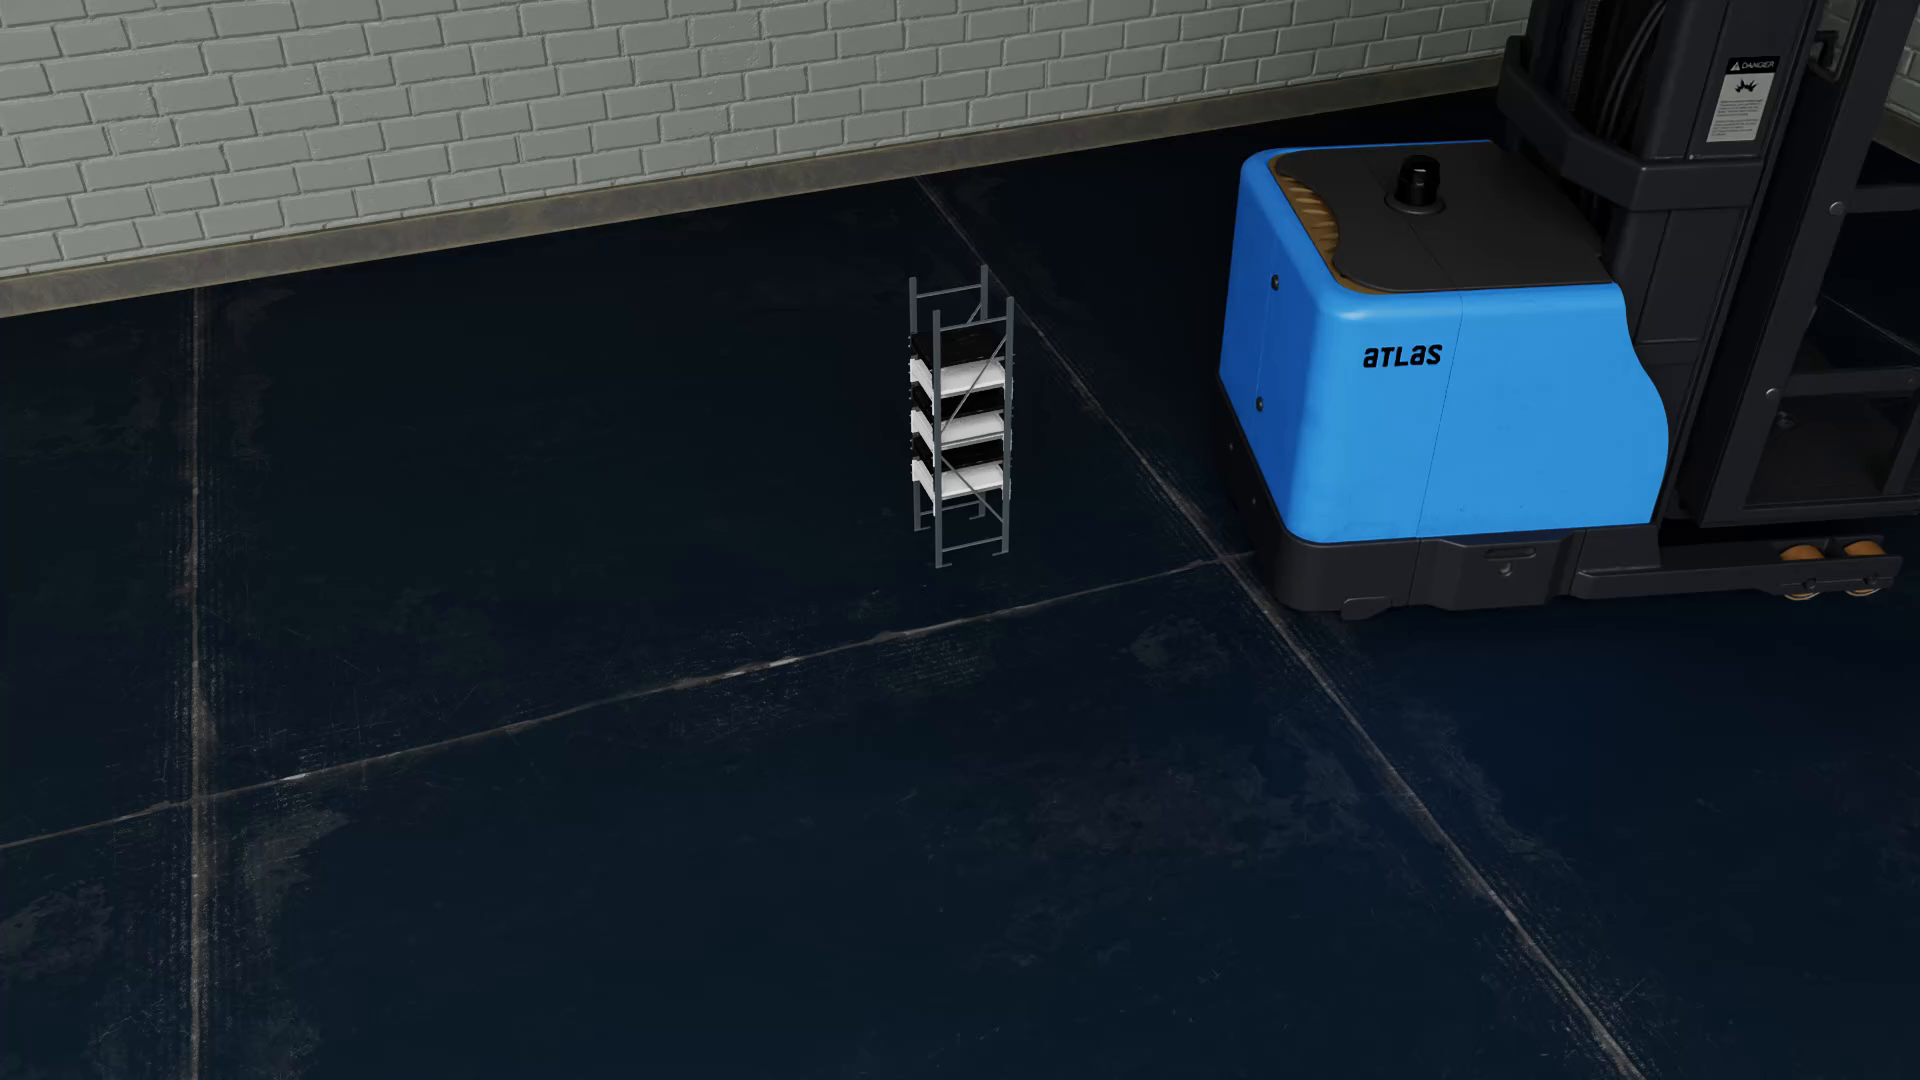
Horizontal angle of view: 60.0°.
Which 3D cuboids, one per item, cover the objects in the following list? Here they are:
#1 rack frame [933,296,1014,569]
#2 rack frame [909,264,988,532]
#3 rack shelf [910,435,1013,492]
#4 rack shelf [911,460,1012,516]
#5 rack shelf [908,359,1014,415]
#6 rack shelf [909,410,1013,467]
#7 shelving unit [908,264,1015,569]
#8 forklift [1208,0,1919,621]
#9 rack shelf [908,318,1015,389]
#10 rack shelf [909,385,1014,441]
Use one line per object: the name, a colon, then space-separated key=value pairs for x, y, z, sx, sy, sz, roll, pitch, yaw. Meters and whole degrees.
rack frame: x=0.038 y=-0.297 z=4.897 sx=0.240 sy=0.900 sz=0.006 roll=-12 pitch=39 yaw=-16
rack frame: x=-0.032 y=-0.412 z=5.049 sx=0.240 sy=0.900 sz=0.006 roll=-12 pitch=39 yaw=-16
rack shelf: x=0.003 y=-0.256 z=5.047 sx=0.258 sy=0.077 sz=0.200 roll=-12 pitch=39 yaw=-16
rack shelf: x=0.003 y=-0.184 z=5.102 sx=0.258 sy=0.077 sz=0.200 roll=-12 pitch=39 yaw=-16
rack shelf: x=0.003 y=-0.472 z=4.885 sx=0.258 sy=0.077 sz=0.200 roll=-12 pitch=39 yaw=-16
rack shelf: x=0.003 y=-0.328 z=4.993 sx=0.258 sy=0.077 sz=0.200 roll=-12 pitch=39 yaw=-16
shelving unit: x=0.003 y=-0.355 z=4.973 sx=0.258 sy=0.900 sz=0.210 roll=-12 pitch=39 yaw=-16
forklift: x=2.387 y=-1.304 z=4.545 sx=3.031 sy=2.935 sz=1.130 roll=-4 pitch=37 yaw=-5
rack shelf: x=0.003 y=-0.544 z=4.831 sx=0.258 sy=0.077 sz=0.200 roll=-12 pitch=39 yaw=-16
rack shelf: x=0.003 y=-0.400 z=4.939 sx=0.258 sy=0.077 sz=0.200 roll=-12 pitch=39 yaw=-16
